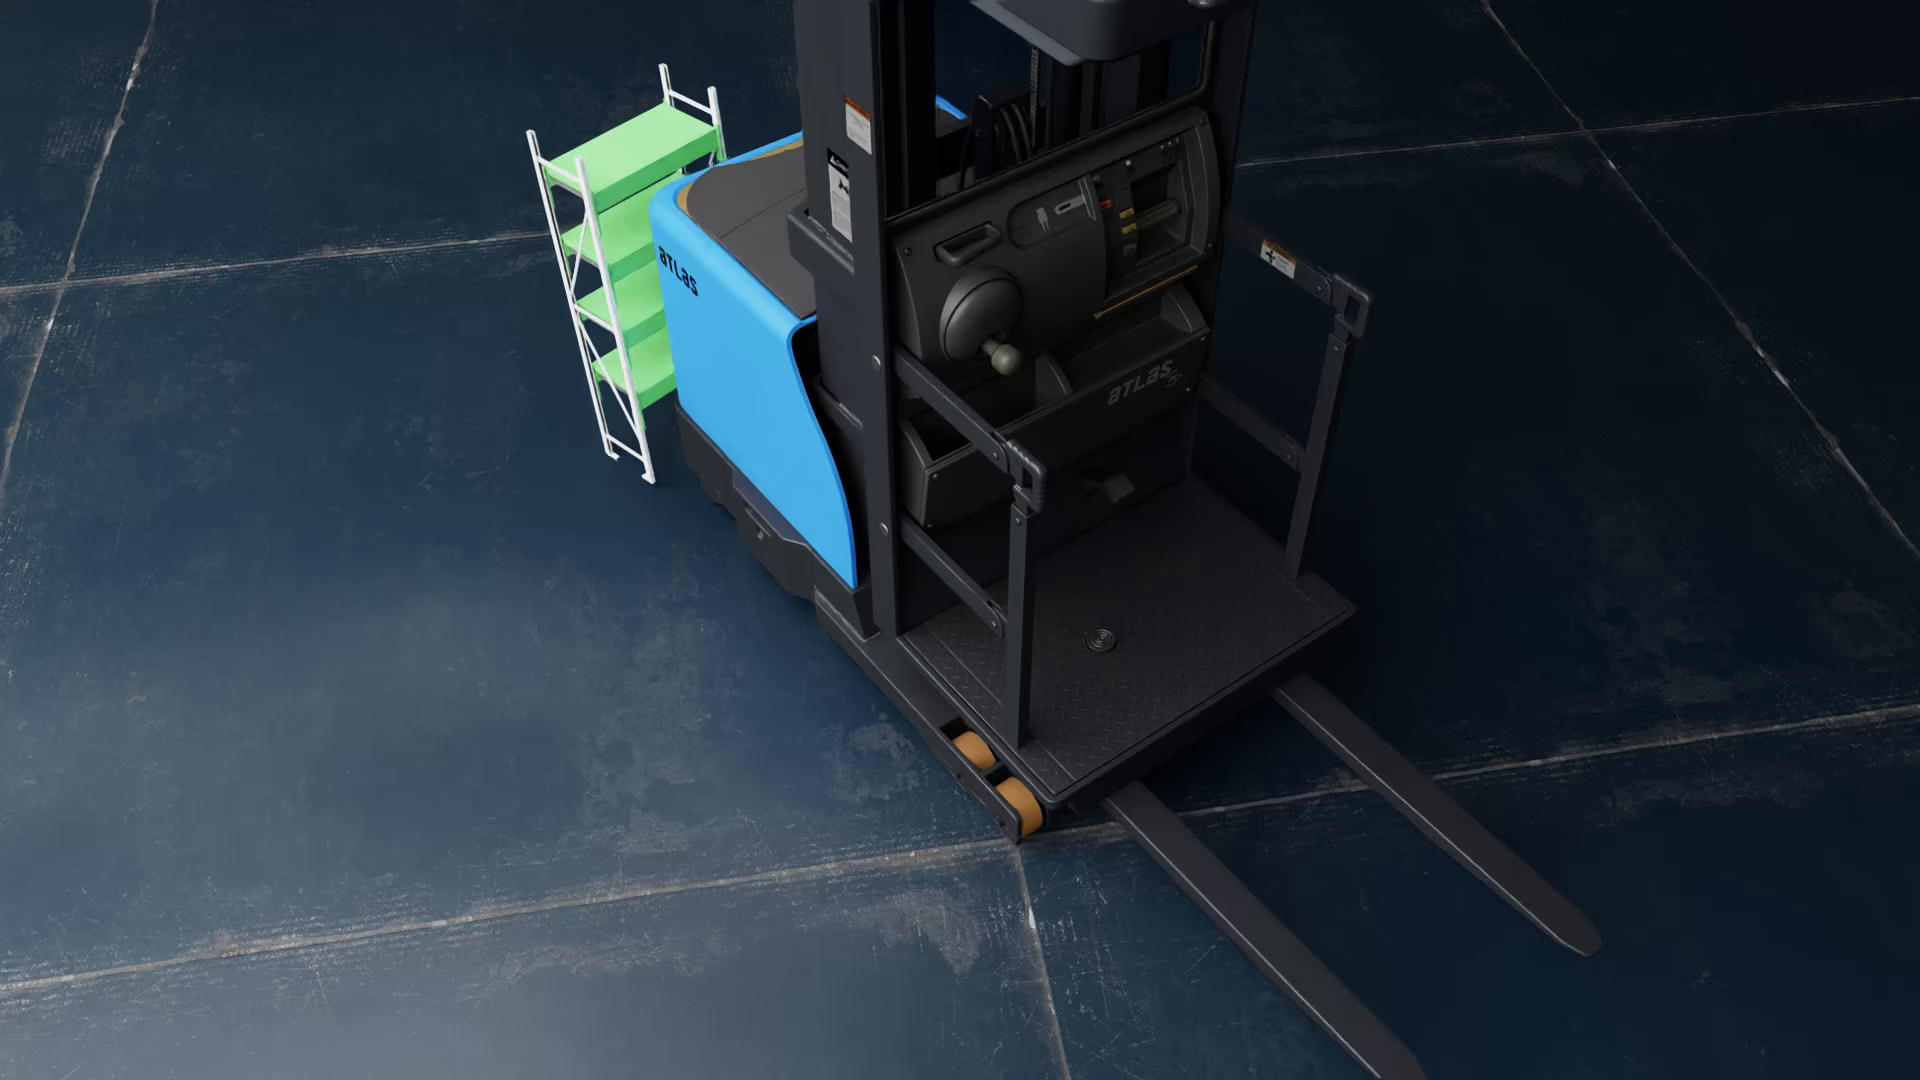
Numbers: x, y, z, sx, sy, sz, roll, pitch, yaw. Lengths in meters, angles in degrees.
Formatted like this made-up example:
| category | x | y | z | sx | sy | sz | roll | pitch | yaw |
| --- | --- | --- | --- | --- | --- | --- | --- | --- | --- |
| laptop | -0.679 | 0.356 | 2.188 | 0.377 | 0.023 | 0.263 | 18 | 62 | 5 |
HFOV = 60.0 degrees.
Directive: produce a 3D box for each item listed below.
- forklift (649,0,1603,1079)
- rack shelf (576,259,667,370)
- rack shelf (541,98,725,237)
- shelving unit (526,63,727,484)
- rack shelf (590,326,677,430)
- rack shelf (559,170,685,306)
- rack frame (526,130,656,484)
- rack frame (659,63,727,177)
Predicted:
| category | x | y | z | sx | sy | sz | roll | pitch | yaw |
| --- | --- | --- | --- | --- | --- | --- | --- | --- | --- |
| forklift | 0.380 | -0.620 | 3.812 | 1.130 | 2.935 | 3.031 | -28 | 52 | -24 |
| rack shelf | -0.940 | -0.755 | 5.223 | 0.258 | 0.148 | 0.480 | 31 | 54 | 31 |
| rack shelf | -0.960 | -1.100 | 4.890 | 0.258 | 0.148 | 0.480 | 31 | 54 | 31 |
| shelving unit | -0.943 | -0.801 | 5.179 | 0.258 | 1.200 | 0.503 | 31 | 54 | 31 |
| rack shelf | -0.930 | -0.582 | 5.389 | 0.258 | 0.148 | 0.480 | 31 | 54 | 31 |
| rack shelf | -0.950 | -0.927 | 5.057 | 0.258 | 0.148 | 0.480 | 31 | 54 | 31 |
| rack frame | -1.108 | -0.671 | 5.054 | 0.240 | 1.200 | 0.015 | 31 | 54 | 31 |
| rack frame | -0.778 | -0.930 | 5.303 | 0.240 | 1.200 | 0.015 | 31 | 54 | 31 |
